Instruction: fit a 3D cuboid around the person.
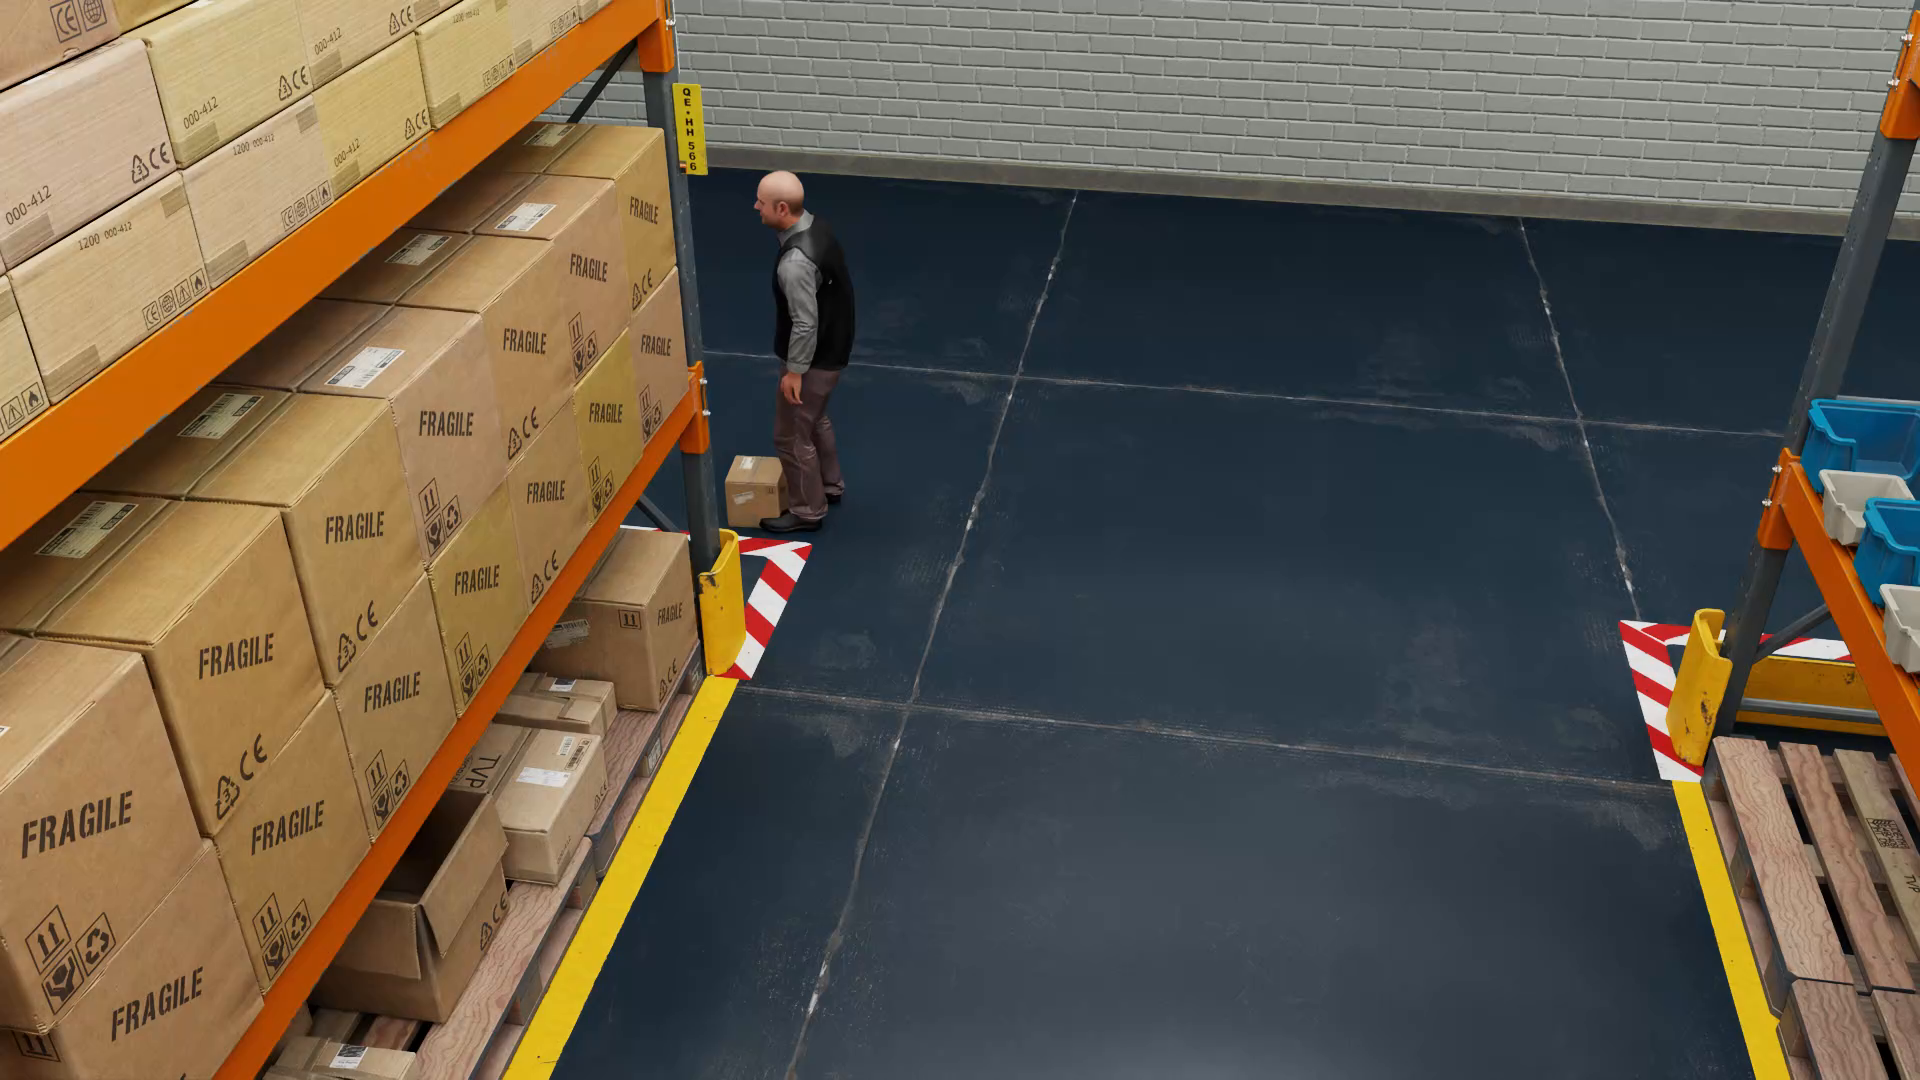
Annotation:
[{"bbox_3d":[-0.704,-0.834,7.487,0.475,1.719,0.582,2,32,4],"label":"person"}]
